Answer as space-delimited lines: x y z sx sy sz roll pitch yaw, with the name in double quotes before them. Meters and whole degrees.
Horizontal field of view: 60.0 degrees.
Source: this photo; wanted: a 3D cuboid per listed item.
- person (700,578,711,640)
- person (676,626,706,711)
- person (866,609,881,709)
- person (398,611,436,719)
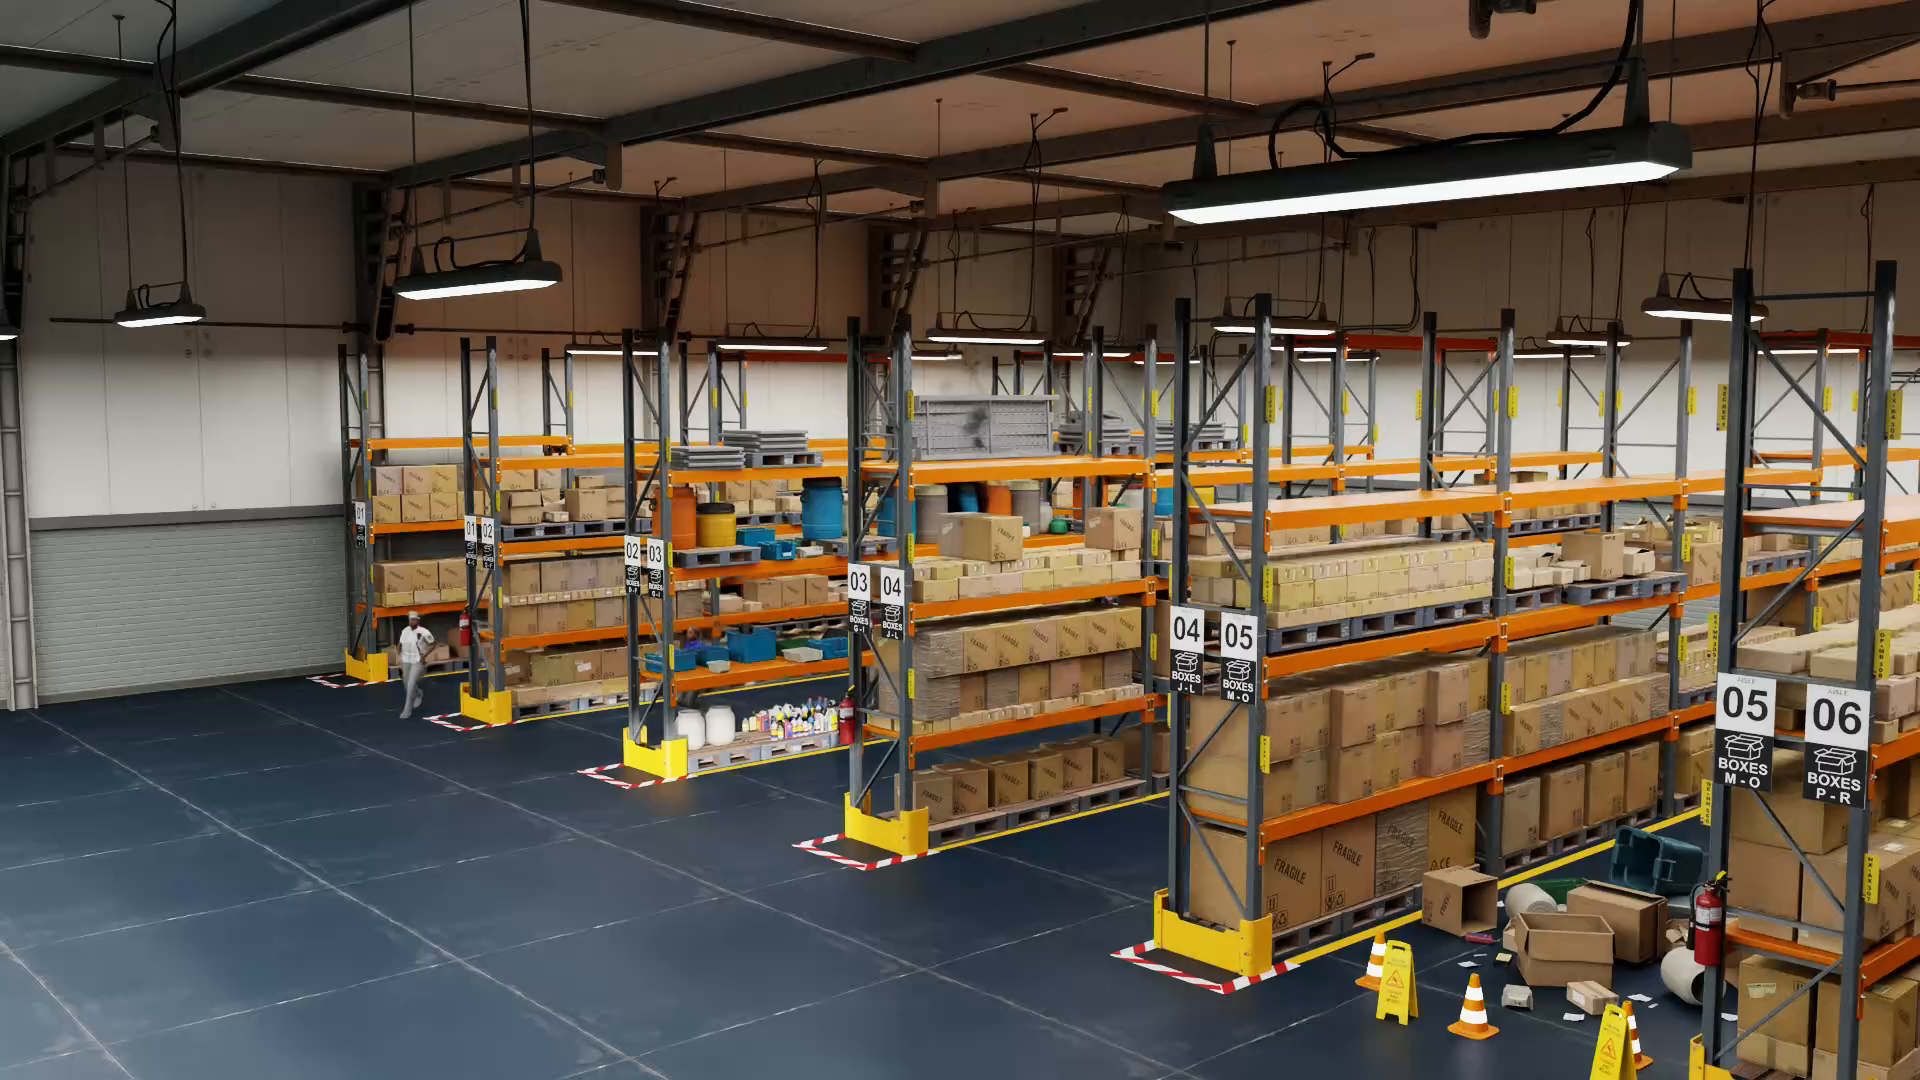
"person" -4.841 1.545 31.140 0.543 1.721 0.723 3 6 31
"person" -4.078 2.105 25.295 0.575 1.611 0.559 4 6 35
"person" -1.326 1.880 27.087 0.690 1.722 0.606 4 7 40
"person" -8.680 1.959 26.564 0.592 1.702 0.810 1 5 12
